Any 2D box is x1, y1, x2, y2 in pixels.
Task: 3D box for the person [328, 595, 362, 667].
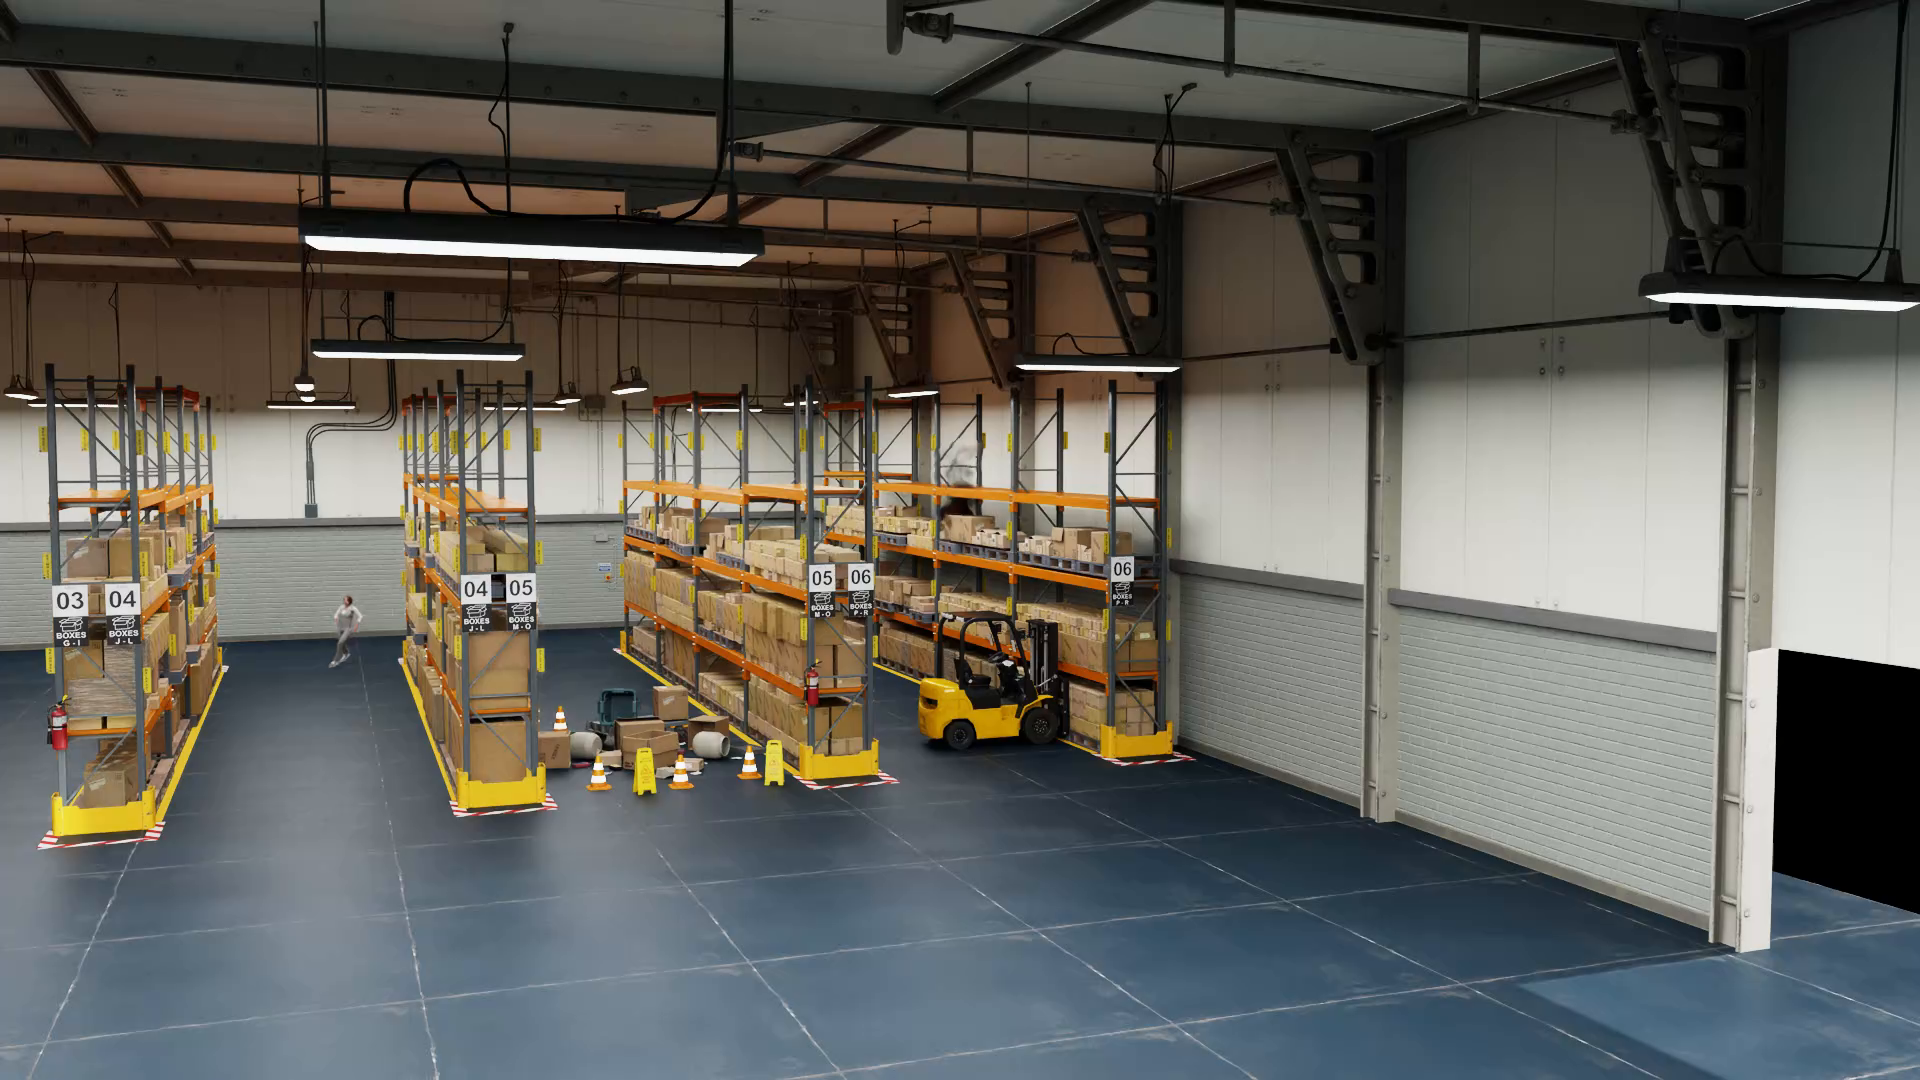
[{"bbox_3d":[-13.786,2.024,37.292,0.607,1.573,0.872,1,3,13],"label":"person"}]
